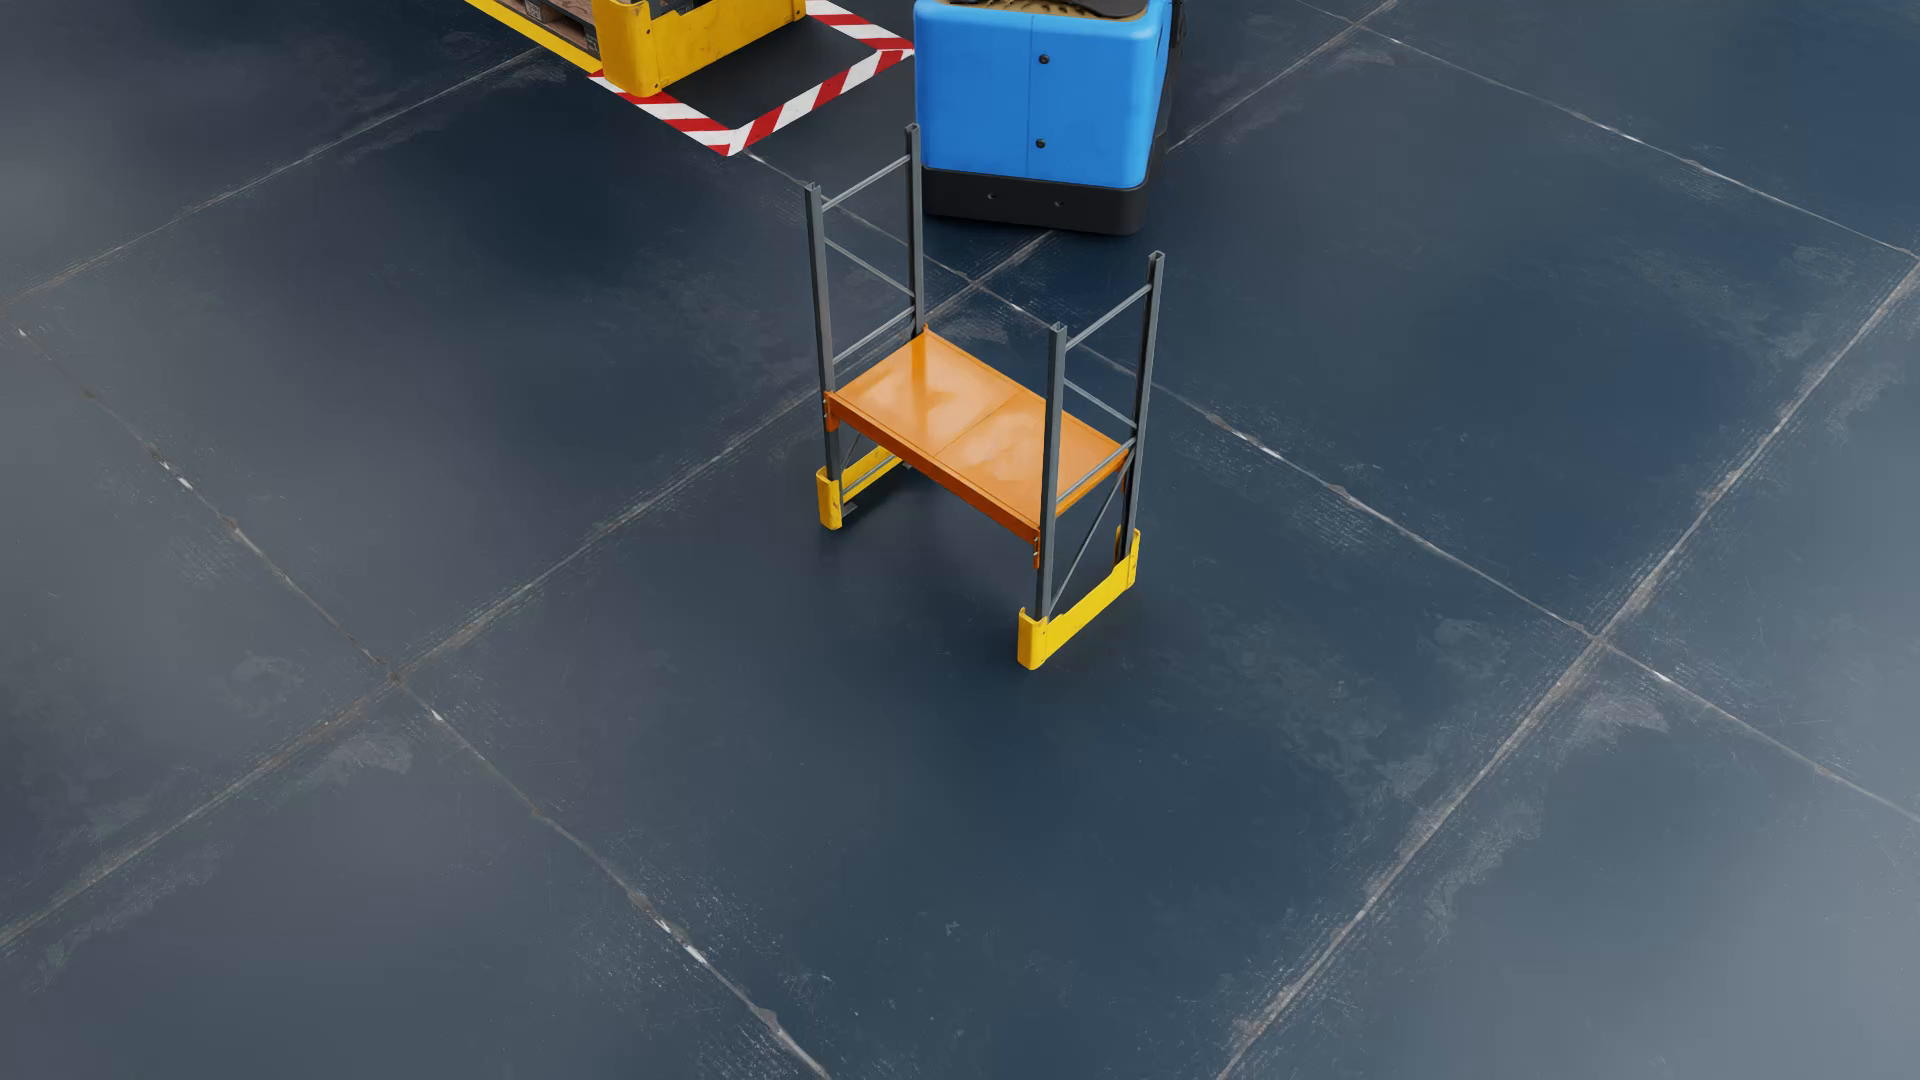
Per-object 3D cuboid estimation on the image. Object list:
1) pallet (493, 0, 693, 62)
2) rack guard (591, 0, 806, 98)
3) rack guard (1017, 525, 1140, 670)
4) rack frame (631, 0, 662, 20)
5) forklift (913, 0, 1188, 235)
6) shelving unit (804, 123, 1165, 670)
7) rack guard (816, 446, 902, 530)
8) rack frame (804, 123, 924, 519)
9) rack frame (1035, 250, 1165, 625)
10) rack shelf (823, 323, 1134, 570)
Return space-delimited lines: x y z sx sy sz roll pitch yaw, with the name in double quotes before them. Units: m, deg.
"pallet" -1.911 -3.070 8.988 1.213 0.211 1.003 34 55 28
"rack guard" -1.318 -2.765 8.503 0.348 0.500 1.175 34 55 28
"rack guard" 0.422 0.198 5.892 0.087 0.250 0.587 34 55 28
"rack frame" -1.230 -3.608 7.580 0.127 3.000 1.000 34 55 28
"forklift" 0.571 -3.457 7.485 1.130 2.935 3.031 8 47 7
"shelving unit" 0.056 -0.476 5.668 1.083 1.500 0.587 34 55 28
"rack guard" -0.310 -0.294 6.355 0.087 0.250 0.587 34 55 28
"rack frame" -0.311 -0.723 5.900 0.032 1.500 0.500 34 55 28
"rack frame" 0.436 -0.220 5.428 0.032 1.500 0.500 34 55 28
"rack shelf" 0.063 -0.348 5.795 1.000 0.185 0.538 34 55 28
